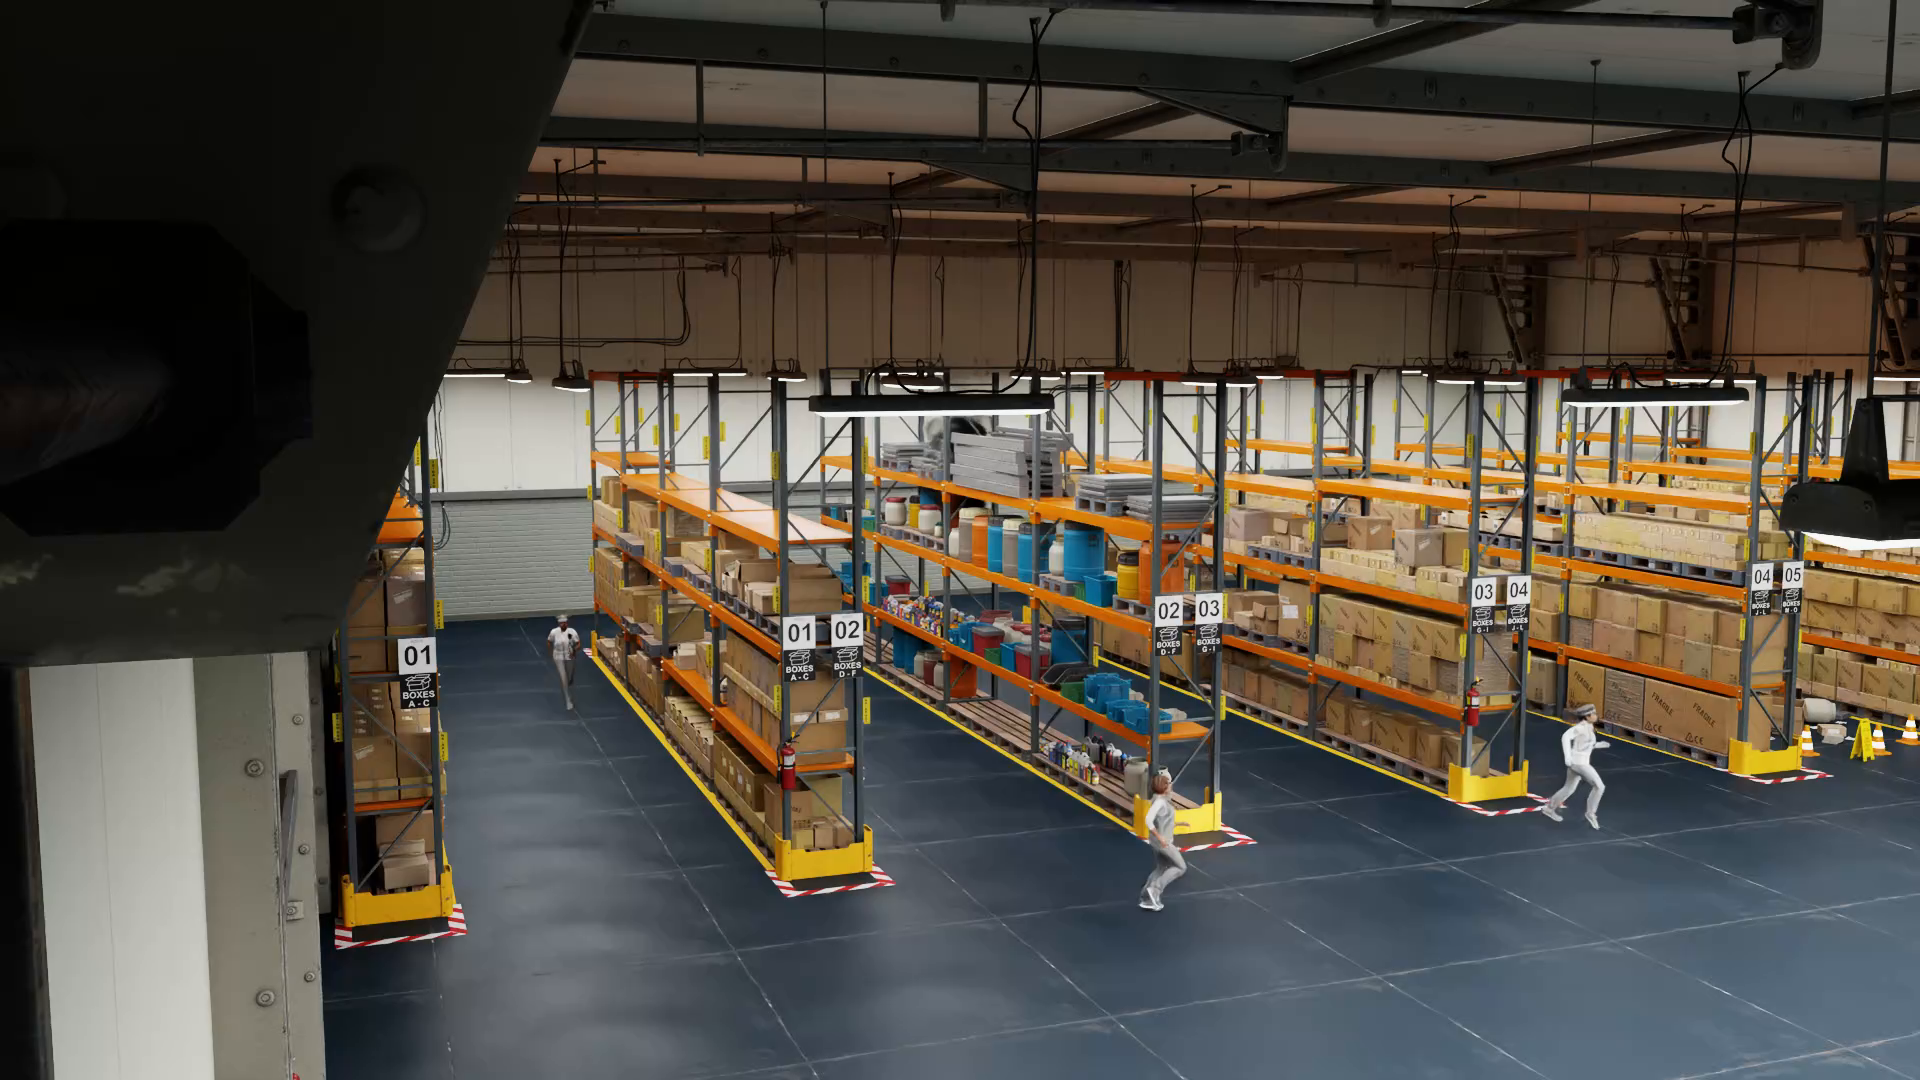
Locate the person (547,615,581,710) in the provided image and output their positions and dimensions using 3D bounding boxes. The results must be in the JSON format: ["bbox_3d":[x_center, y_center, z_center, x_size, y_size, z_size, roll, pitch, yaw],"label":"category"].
[{"bbox_3d":[-7.148,2.157,30.064,0.600,1.689,0.898,-2,7,-16],"label":"person"}]

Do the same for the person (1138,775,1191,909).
[{"bbox_3d":[2.333,3.440,18.897,0.591,1.561,0.525,0,6,0],"label":"person"}]

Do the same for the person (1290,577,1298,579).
[{"bbox_3d":[6.968,1.587,34.678,0.676,1.749,0.817,-3,7,-23],"label":"person"}]

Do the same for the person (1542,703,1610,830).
[{"bbox_3d":[8.251,3.020,22.260,0.822,1.719,0.636,2,7,21],"label":"person"}]
